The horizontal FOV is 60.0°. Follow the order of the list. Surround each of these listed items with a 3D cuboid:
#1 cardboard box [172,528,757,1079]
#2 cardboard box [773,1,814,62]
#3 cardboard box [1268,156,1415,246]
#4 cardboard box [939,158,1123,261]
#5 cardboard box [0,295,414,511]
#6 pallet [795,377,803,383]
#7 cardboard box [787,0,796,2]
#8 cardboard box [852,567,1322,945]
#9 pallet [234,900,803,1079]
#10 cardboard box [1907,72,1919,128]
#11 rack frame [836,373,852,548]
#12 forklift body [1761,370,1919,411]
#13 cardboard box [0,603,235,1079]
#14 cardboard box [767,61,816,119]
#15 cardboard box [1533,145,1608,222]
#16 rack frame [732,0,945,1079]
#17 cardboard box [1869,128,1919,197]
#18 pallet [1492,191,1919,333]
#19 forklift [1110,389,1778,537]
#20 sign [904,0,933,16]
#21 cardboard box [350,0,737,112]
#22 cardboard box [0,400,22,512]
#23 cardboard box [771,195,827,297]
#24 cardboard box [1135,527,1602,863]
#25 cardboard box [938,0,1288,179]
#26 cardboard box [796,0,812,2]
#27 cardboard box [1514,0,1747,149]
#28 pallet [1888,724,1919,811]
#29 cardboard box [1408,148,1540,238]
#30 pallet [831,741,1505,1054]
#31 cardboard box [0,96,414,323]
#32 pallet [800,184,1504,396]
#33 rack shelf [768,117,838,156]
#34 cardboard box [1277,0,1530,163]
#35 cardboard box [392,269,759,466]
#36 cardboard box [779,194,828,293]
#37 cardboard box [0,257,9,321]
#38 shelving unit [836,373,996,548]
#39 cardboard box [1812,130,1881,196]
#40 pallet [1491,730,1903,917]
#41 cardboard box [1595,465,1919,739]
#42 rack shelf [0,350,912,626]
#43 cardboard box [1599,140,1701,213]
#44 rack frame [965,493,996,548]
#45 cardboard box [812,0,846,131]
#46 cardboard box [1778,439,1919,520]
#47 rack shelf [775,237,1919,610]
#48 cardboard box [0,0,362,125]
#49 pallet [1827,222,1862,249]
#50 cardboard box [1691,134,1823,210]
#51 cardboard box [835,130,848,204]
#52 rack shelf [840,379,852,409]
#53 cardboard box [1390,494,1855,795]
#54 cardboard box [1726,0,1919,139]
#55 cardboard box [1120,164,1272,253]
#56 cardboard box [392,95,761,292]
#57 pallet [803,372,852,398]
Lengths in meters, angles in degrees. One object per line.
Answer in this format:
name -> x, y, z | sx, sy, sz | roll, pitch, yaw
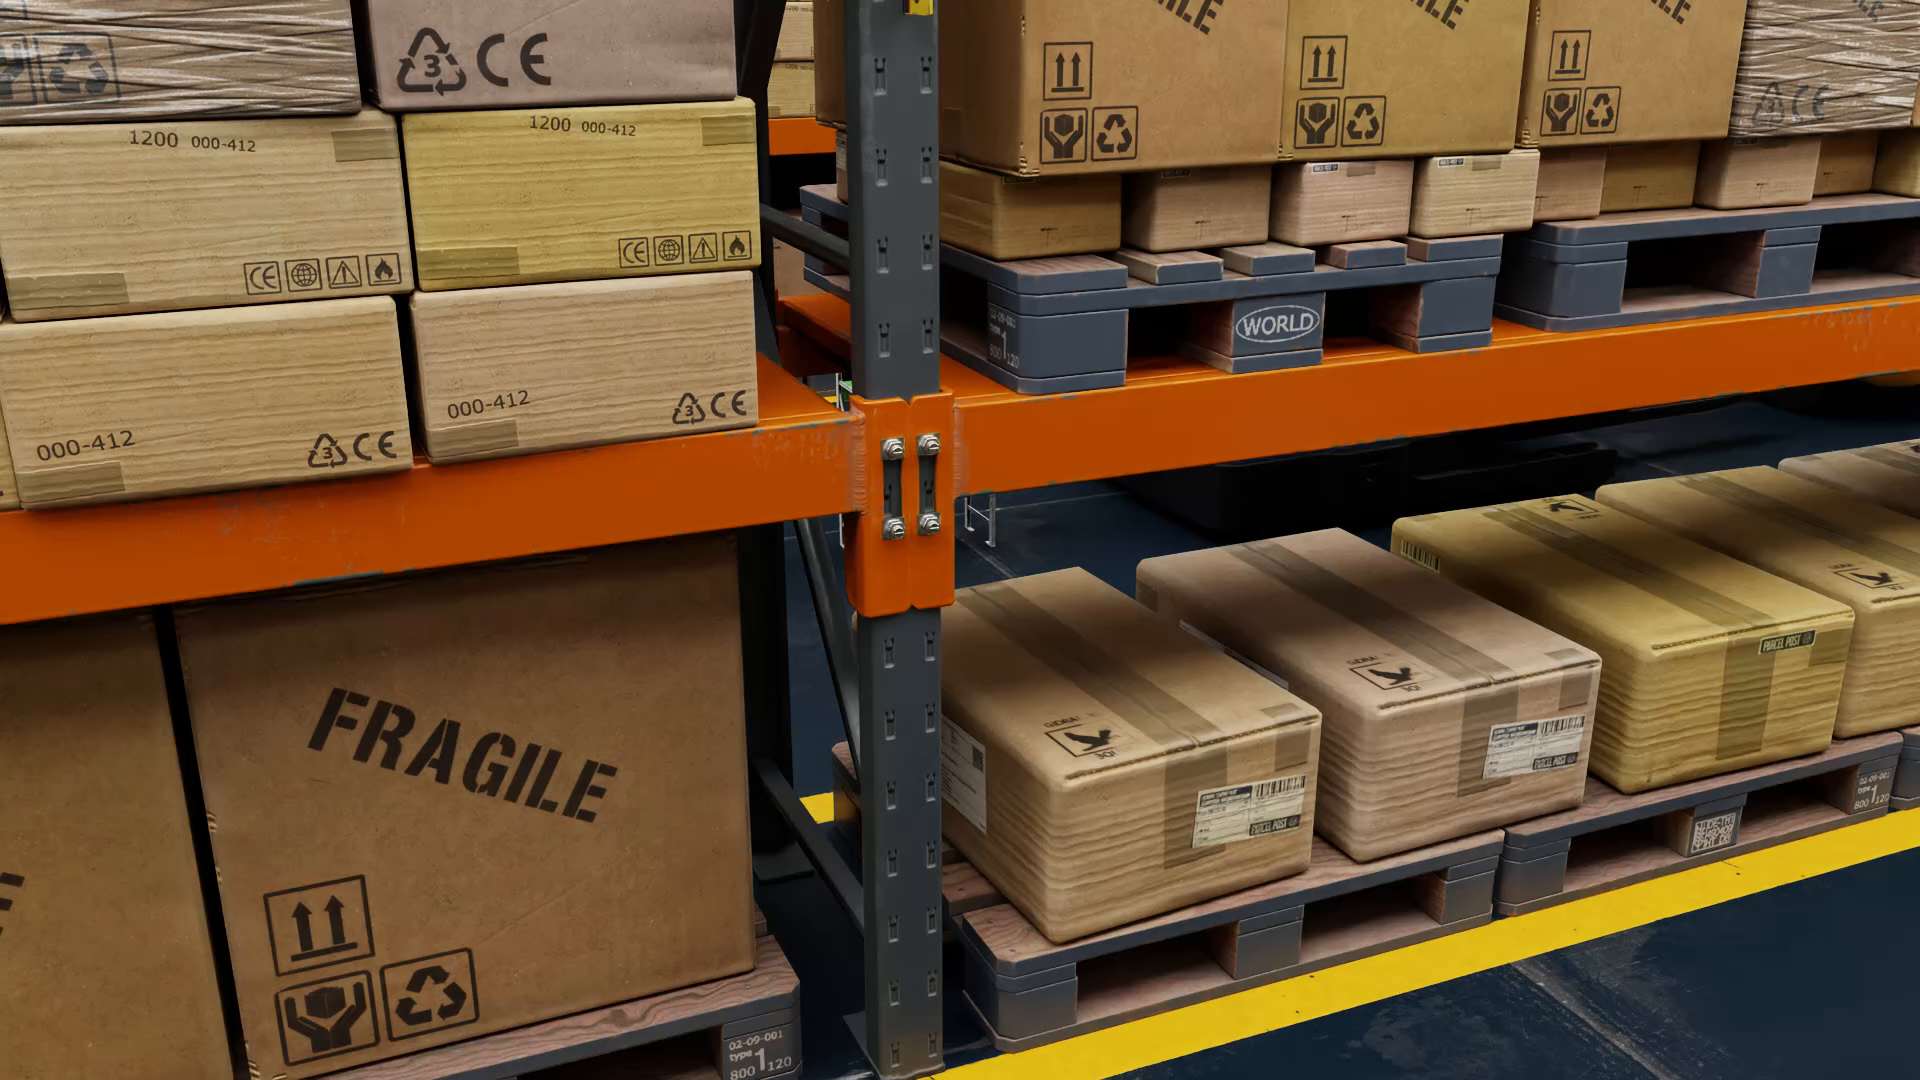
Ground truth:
cardboard box -> -0.951, 0.320, 3.164 | 0.875, 0.875, 0.875 | -8, 21, -22
cardboard box -> -0.802, -2.341, 7.626 | 0.500, 0.250, 0.500 | -9, 21, -23
cardboard box -> 0.630, -0.664, 3.138 | 0.250, 0.149, 0.380 | -10, 22, -25
cardboard box -> 0.088, -0.615, 2.999 | 0.250, 0.149, 0.380 | -9, 22, -25
cardboard box -> -1.109, -0.261, 2.473 | 0.500, 0.250, 0.500 | -8, 21, -21
pallet -> -1.483, -0.844, 8.101 | 1.213, 0.211, 1.003 | -8, 21, -22
cardboard box -> -0.920, -2.526, 7.551 | 0.250, 0.149, 0.380 | -8, 21, -21
cardboard box -> 0.238, 0.420, 3.636 | 0.625, 0.372, 0.950 | -10, 22, -26
pallet -> -1.038, 0.846, 3.301 | 1.213, 0.211, 1.003 | -8, 21, -22
cardboard box -> 2.124, -1.199, 3.680 | 0.500, 0.500, 0.500 | -7, 21, -20
rack frame -> -0.376, -0.512, 5.670 | 0.015, 1.200, 0.240 | -8, 21, -22
forklift body -> 4.073, -1.909, 8.206 | 1.214, 2.155, 2.313 | -8, 21, -22
cardboard box -> -1.772, 0.436, 2.834 | 0.875, 0.875, 0.875 | -8, 21, -21
cardboard box -> -0.816, -2.111, 7.726 | 0.500, 0.250, 0.500 | -9, 21, -24
cardboard box -> 1.081, -0.750, 3.380 | 0.250, 0.149, 0.380 | -7, 21, -19
rack frame -> -0.284, -0.550, 3.067 | 0.127, 3.000, 1.000 | -8, 21, -22
cardboard box -> 2.083, -0.874, 3.733 | 0.250, 0.149, 0.380 | -8, 21, -22
pallet -> 1.517, -0.732, 3.874 | 1.213, 0.211, 1.003 | -8, 21, -22
forklift -> 2.042, -1.710, 6.464 | 3.031, 2.935, 1.130 | -9, 21, -24
sign -> -0.061, -0.927, 2.395 | 0.005, 0.325, 0.100 | -8, 21, -22
cardboard box -> -0.655, -0.921, 2.464 | 0.500, 0.500, 0.500 | -9, 21, -23
cardboard box -> -1.577, -0.200, 2.299 | 0.500, 0.250, 0.500 | -8, 21, -22
cardboard box -> -1.079, -1.307, 8.161 | 0.625, 0.625, 0.875 | -7, 21, -20
cardboard box -> 0.913, 0.321, 3.919 | 0.625, 0.372, 0.950 | -9, 21, -23
cardboard box -> 0.221, -0.924, 2.899 | 0.500, 0.500, 0.500 | -9, 21, -23
cardboard box -> -0.664, -2.541, 7.595 | 0.250, 0.149, 0.380 | -8, 21, -21
cardboard box -> 1.181, -1.066, 3.304 | 0.500, 0.500, 0.500 | -8, 21, -21
pallet -> 2.674, 0.342, 4.732 | 1.213, 0.211, 1.003 | -8, 21, -22
cardboard box -> 0.891, -0.694, 3.223 | 0.250, 0.149, 0.380 | -8, 21, -22
pallet -> 0.434, 0.663, 3.821 | 1.213, 0.211, 1.003 | -8, 21, -22
cardboard box -> -1.098, -0.505, 2.413 | 0.500, 0.250, 0.500 | -9, 21, -23
pallet -> 0.328, -0.585, 3.457 | 1.003, 0.211, 1.213 | -8, 21, -22
rack shelf -> -0.417, -1.987, 8.231 | 4.000, 0.370, 1.077 | -8, 21, -22
cardboard box -> 0.696, -0.995, 3.100 | 0.500, 0.500, 0.500 | -7, 21, -19
cardboard box -> -0.646, -0.333, 2.678 | 0.500, 0.250, 0.500 | -9, 21, -24
cardboard box -> -0.461, -1.396, 8.413 | 0.625, 0.625, 0.875 | -9, 21, -24
cardboard box -> -1.560, -0.431, 2.204 | 0.500, 0.250, 0.500 | -9, 21, -23
shelving unit -> -0.152, -0.544, 5.761 | 0.503, 1.200, 0.258 | -8, 21, -22
cardboard box -> 1.800, -0.870, 3.724 | 0.250, 0.149, 0.380 | -9, 21, -24
pallet -> 1.552, 0.504, 4.273 | 1.213, 0.211, 1.003 | -8, 21, -22
cardboard box -> 2.249, 0.131, 4.458 | 0.625, 0.372, 0.950 | -7, 21, -19
rack shelf -> -2.121, 0.053, 2.439 | 4.000, 0.370, 1.077 | -8, 21, -22
cardboard box -> 1.325, -0.799, 3.520 | 0.250, 0.149, 0.380 | -7, 21, -20
rack frame -> 0.072, -0.576, 5.852 | 0.015, 1.200, 0.240 | -8, 21, -22
cardboard box -> 0.023, -1.080, 3.342 | 0.500, 0.500, 0.500 | -9, 21, -23
cardboard box -> 2.908, 0.035, 4.730 | 0.625, 0.372, 0.950 | -8, 21, -21
rack shelf -> 1.552, -0.473, 3.933 | 4.000, 0.370, 1.077 | -8, 21, -22
cardboard box -> -1.123, -0.851, 2.266 | 0.500, 0.500, 0.500 | -8, 21, -21
pallet -> 2.629, -0.929, 4.434 | 1.213, 0.211, 1.003 | -8, 21, -22
cardboard box -> 1.591, -0.813, 3.561 | 0.250, 0.149, 0.380 | -7, 21, -20
cardboard box -> -0.077, -0.744, 3.365 | 0.250, 0.149, 0.380 | -7, 21, -20
rack shelf -> -0.152, -0.484, 5.782 | 0.480, 0.148, 0.258 | -8, 21, -22
cardboard box -> 1.611, 0.223, 4.197 | 0.625, 0.372, 0.950 | -7, 21, -20
cardboard box -> 1.643, -1.130, 3.484 | 0.500, 0.500, 0.500 | -9, 21, -24
cardboard box -> 0.361, -0.642, 3.076 | 0.250, 0.149, 0.380 | -10, 22, -25
cardboard box -> -0.628, -0.574, 2.608 | 0.500, 0.250, 0.500 | -8, 21, -22
pallet -> -0.364, -1.003, 8.553 | 1.213, 0.211, 1.003 | -8, 21, -22
